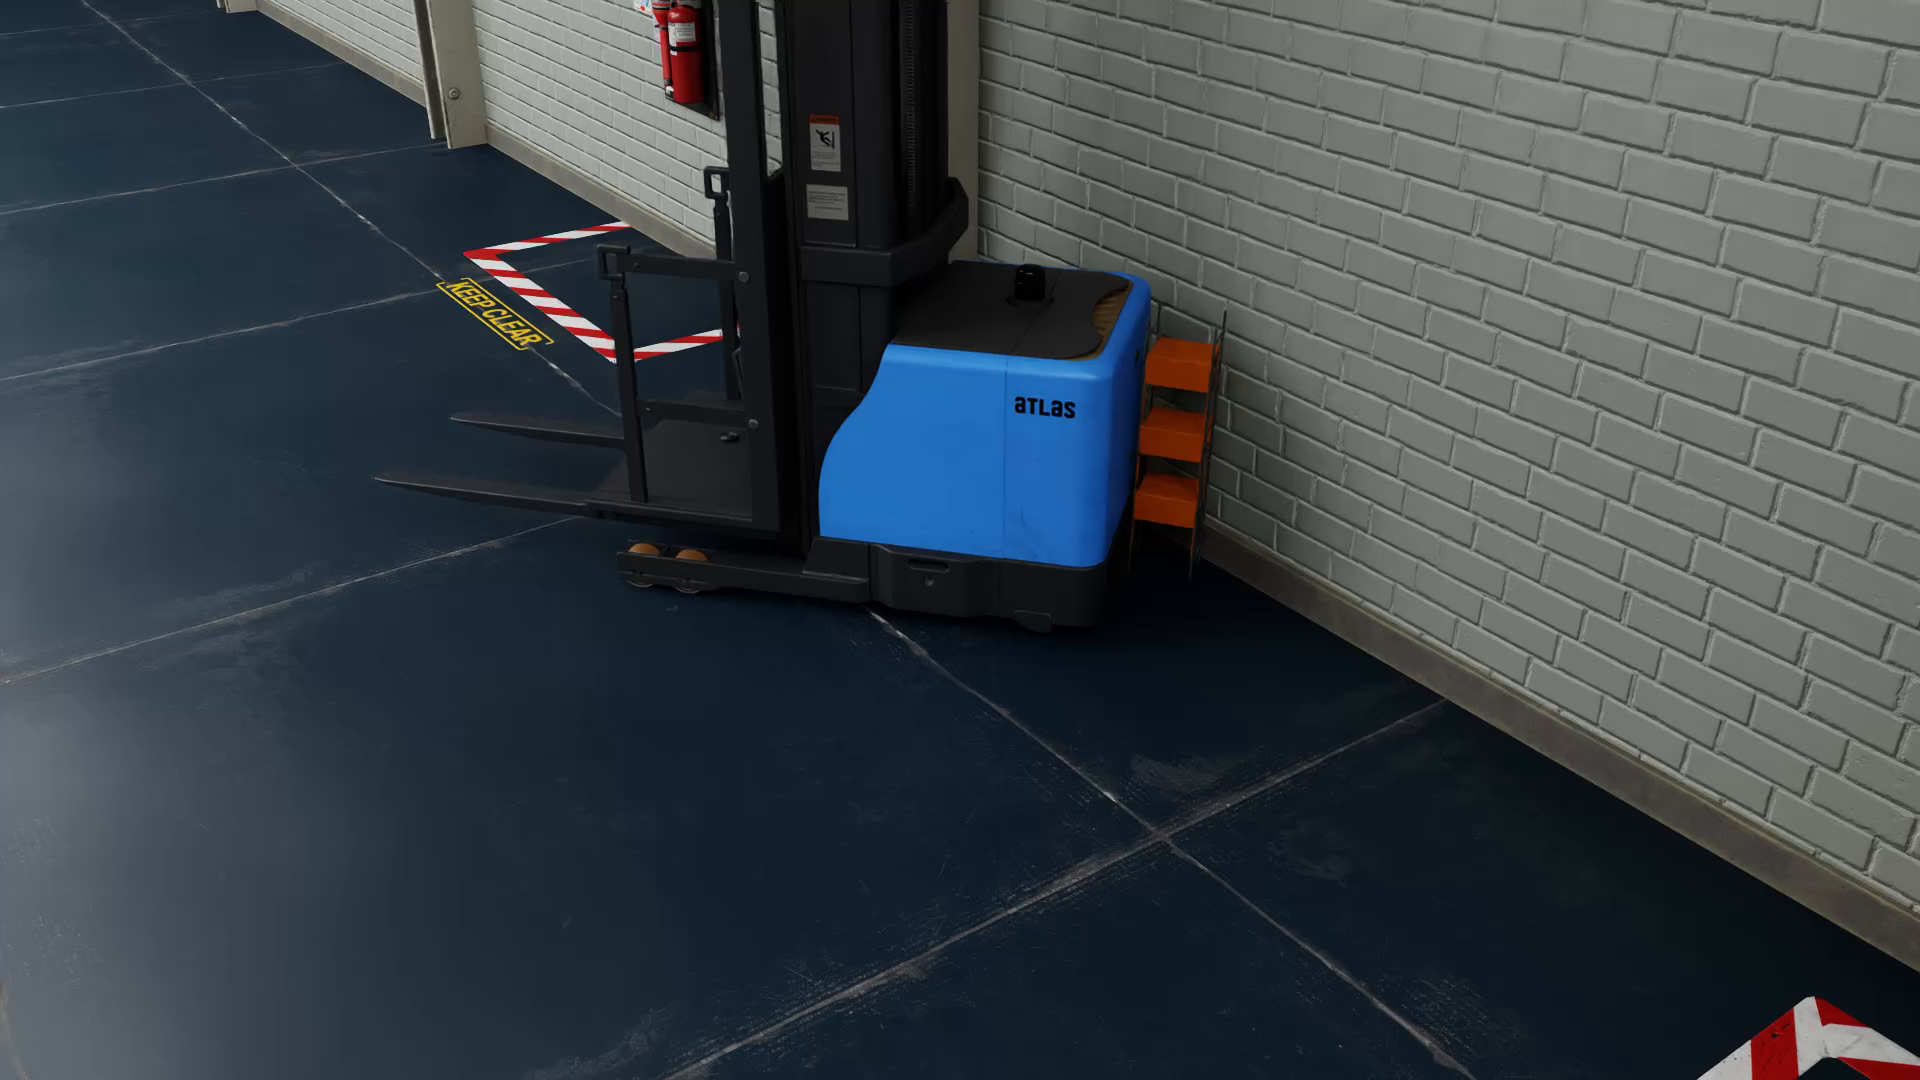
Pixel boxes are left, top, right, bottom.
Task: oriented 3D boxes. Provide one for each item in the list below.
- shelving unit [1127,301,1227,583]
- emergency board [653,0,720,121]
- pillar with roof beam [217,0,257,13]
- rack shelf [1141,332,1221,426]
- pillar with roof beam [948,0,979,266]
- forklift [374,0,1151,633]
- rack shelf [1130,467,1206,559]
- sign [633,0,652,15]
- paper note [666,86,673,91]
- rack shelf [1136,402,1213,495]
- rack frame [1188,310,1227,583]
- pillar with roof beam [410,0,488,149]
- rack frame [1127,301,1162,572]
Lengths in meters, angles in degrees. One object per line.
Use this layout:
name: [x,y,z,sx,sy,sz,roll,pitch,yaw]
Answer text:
shelving unit: [0.816,-0.360,6.304,0.252,1.050,0.215,10,30,15]
emergency board: [-1.558,-2.876,8.902,0.194,1.169,0.643,-19,34,-31]
pillar with roof beam: [-10.624,-8.014,12.077,9.100,9.000,0.400,-19,34,-31]
rack shelf: [0.823,-0.599,6.173,0.240,0.259,0.215,10,30,15]
pillar with roof beam: [-3.663,-3.349,3.488,9.100,9.000,0.400,-19,34,-31]
forklift: [-0.829,-1.318,6.105,3.031,2.935,1.130,7,29,12]
rack shelf: [0.809,-0.107,6.443,0.240,0.259,0.215,10,30,15]
sign: [-1.795,-3.135,9.342,0.001,0.329,0.234,-19,34,-31]
paper note: [-1.605,-2.577,9.274,0.016,0.148,0.142,-19,34,-31]
rack shelf: [0.816,-0.350,6.310,0.240,0.259,0.215,10,30,15]
rack frame: [0.932,-0.339,6.272,0.008,1.050,0.200,10,30,15]
pillar with roof beam: [-7.143,-5.682,7.783,9.100,9.000,0.400,-19,34,-31]
rack frame: [0.701,-0.380,6.337,0.008,1.050,0.200,10,30,15]
